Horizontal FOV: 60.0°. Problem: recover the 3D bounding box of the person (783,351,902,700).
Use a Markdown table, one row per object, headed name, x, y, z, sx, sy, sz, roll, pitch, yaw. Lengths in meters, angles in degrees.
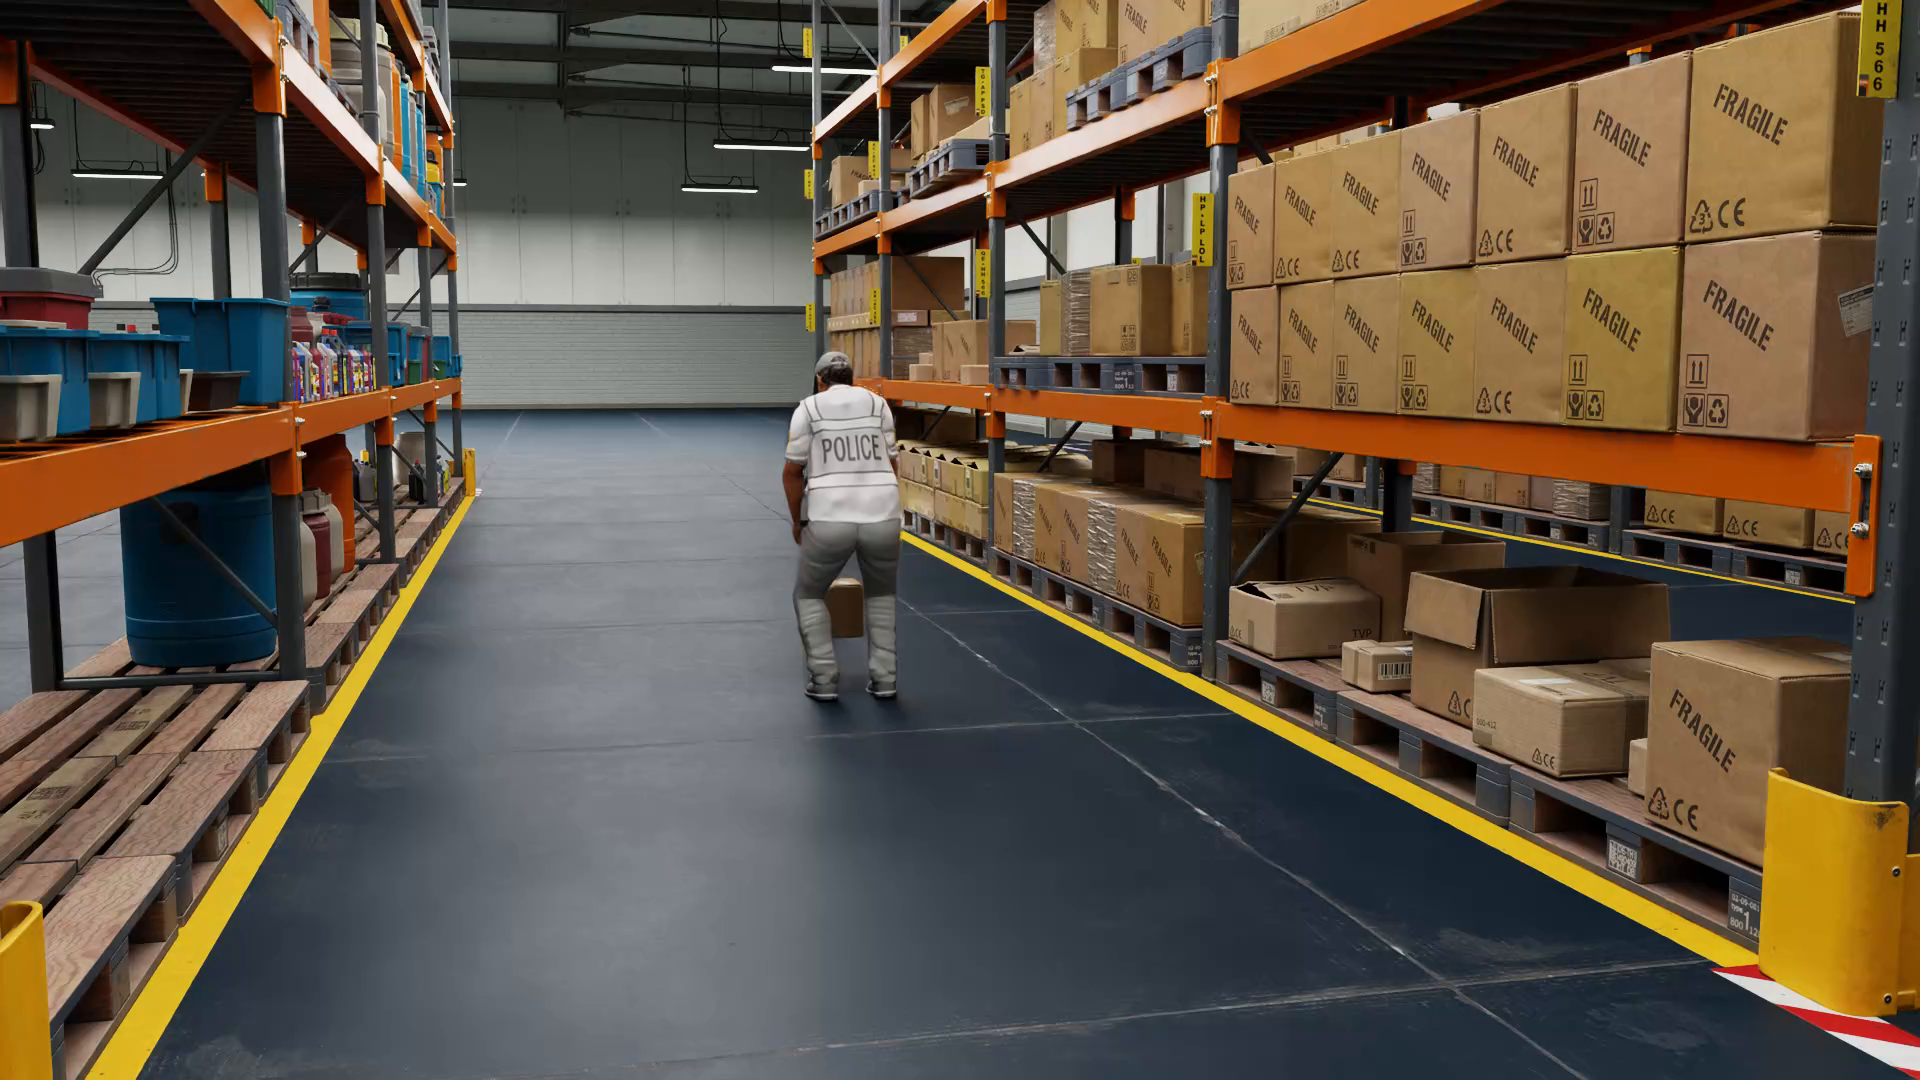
| name | x | y | z | sx | sy | sz | roll | pitch | yaw |
| --- | --- | --- | --- | --- | --- | --- | --- | --- | --- |
| person | -0.524 | -0.063 | 7.381 | 0.519 | 1.541 | 0.591 | -1 | 6 | -13 |
